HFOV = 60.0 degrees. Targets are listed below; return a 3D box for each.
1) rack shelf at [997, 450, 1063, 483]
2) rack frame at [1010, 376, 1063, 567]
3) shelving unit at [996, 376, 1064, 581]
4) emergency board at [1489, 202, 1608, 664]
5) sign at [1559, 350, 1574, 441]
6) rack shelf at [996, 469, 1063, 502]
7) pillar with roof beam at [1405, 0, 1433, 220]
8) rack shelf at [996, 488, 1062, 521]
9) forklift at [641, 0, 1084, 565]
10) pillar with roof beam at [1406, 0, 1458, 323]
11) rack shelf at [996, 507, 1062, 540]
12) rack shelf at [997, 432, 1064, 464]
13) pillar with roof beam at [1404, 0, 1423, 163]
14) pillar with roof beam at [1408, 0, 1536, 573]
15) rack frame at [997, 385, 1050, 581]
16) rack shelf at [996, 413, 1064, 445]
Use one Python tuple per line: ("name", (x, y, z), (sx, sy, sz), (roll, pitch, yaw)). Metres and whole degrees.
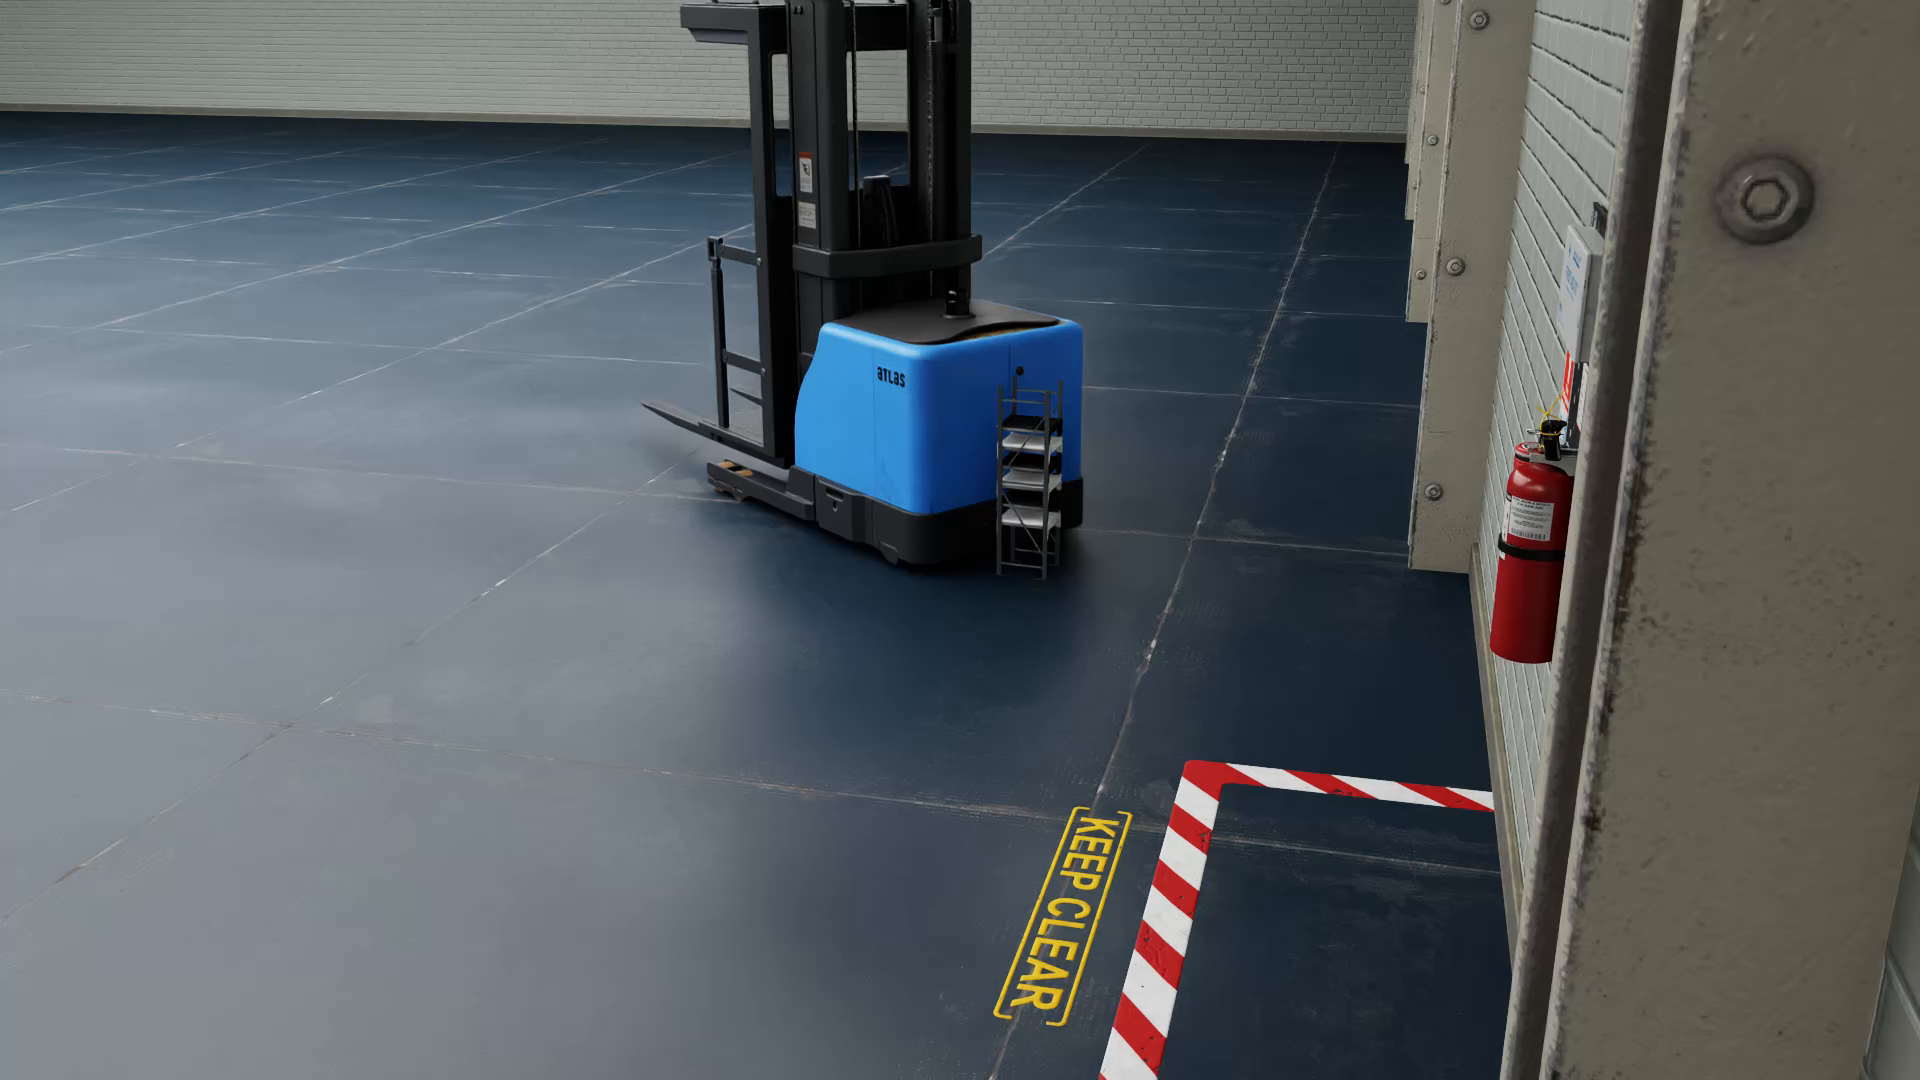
("rack shelf", (0.319, -0.335, 7.602), (0.258, 0.077, 0.200), (7, 20, 19))
("rack frame", (0.354, -0.313, 7.711), (0.240, 0.900, 0.006), (7, 20, 19))
("shelving unit", (0.319, -0.282, 7.620), (0.258, 0.900, 0.210), (7, 20, 19))
("emergency board", (1.475, -0.227, 4.211), (0.194, 1.169, 0.643), (5, 19, 13))
("sign", (1.710, -0.409, 4.689), (0.001, 0.329, 0.234), (5, 19, 13))
("rack shelf", (0.319, -0.250, 7.631), (0.258, 0.077, 0.200), (7, 20, 19))
("pillar with roof beam", (1.058, -8.276, 18.496), (9.100, 9.000, 0.400), (5, 19, 13))
("rack shelf", (0.319, -0.165, 7.660), (0.258, 0.077, 0.200), (7, 20, 19))
("forklift", (-0.701, -1.680, 8.573), (1.130, 2.935, 3.031), (-14, 23, -36))
("pillar with roof beam", (-0.408, -6.395, 12.990), (9.100, 9.000, 0.400), (5, 19, 13))
("rack shelf", (0.319, -0.080, 7.689), (0.258, 0.077, 0.200), (7, 20, 19))
("rack shelf", (0.319, -0.420, 7.573), (0.258, 0.077, 0.200), (7, 20, 19))
("pillar with roof beam", (2.524, -10.157, 24.001), (9.100, 9.000, 0.400), (5, 19, 13))
("pillar with roof beam", (-1.874, -4.515, 7.484), (9.100, 9.000, 0.400), (5, 19, 13))
("rack frame", (0.285, -0.251, 7.530), (0.240, 0.900, 0.006), (7, 20, 19))
("rack shelf", (0.319, -0.506, 7.544), (0.258, 0.077, 0.200), (7, 20, 19))
